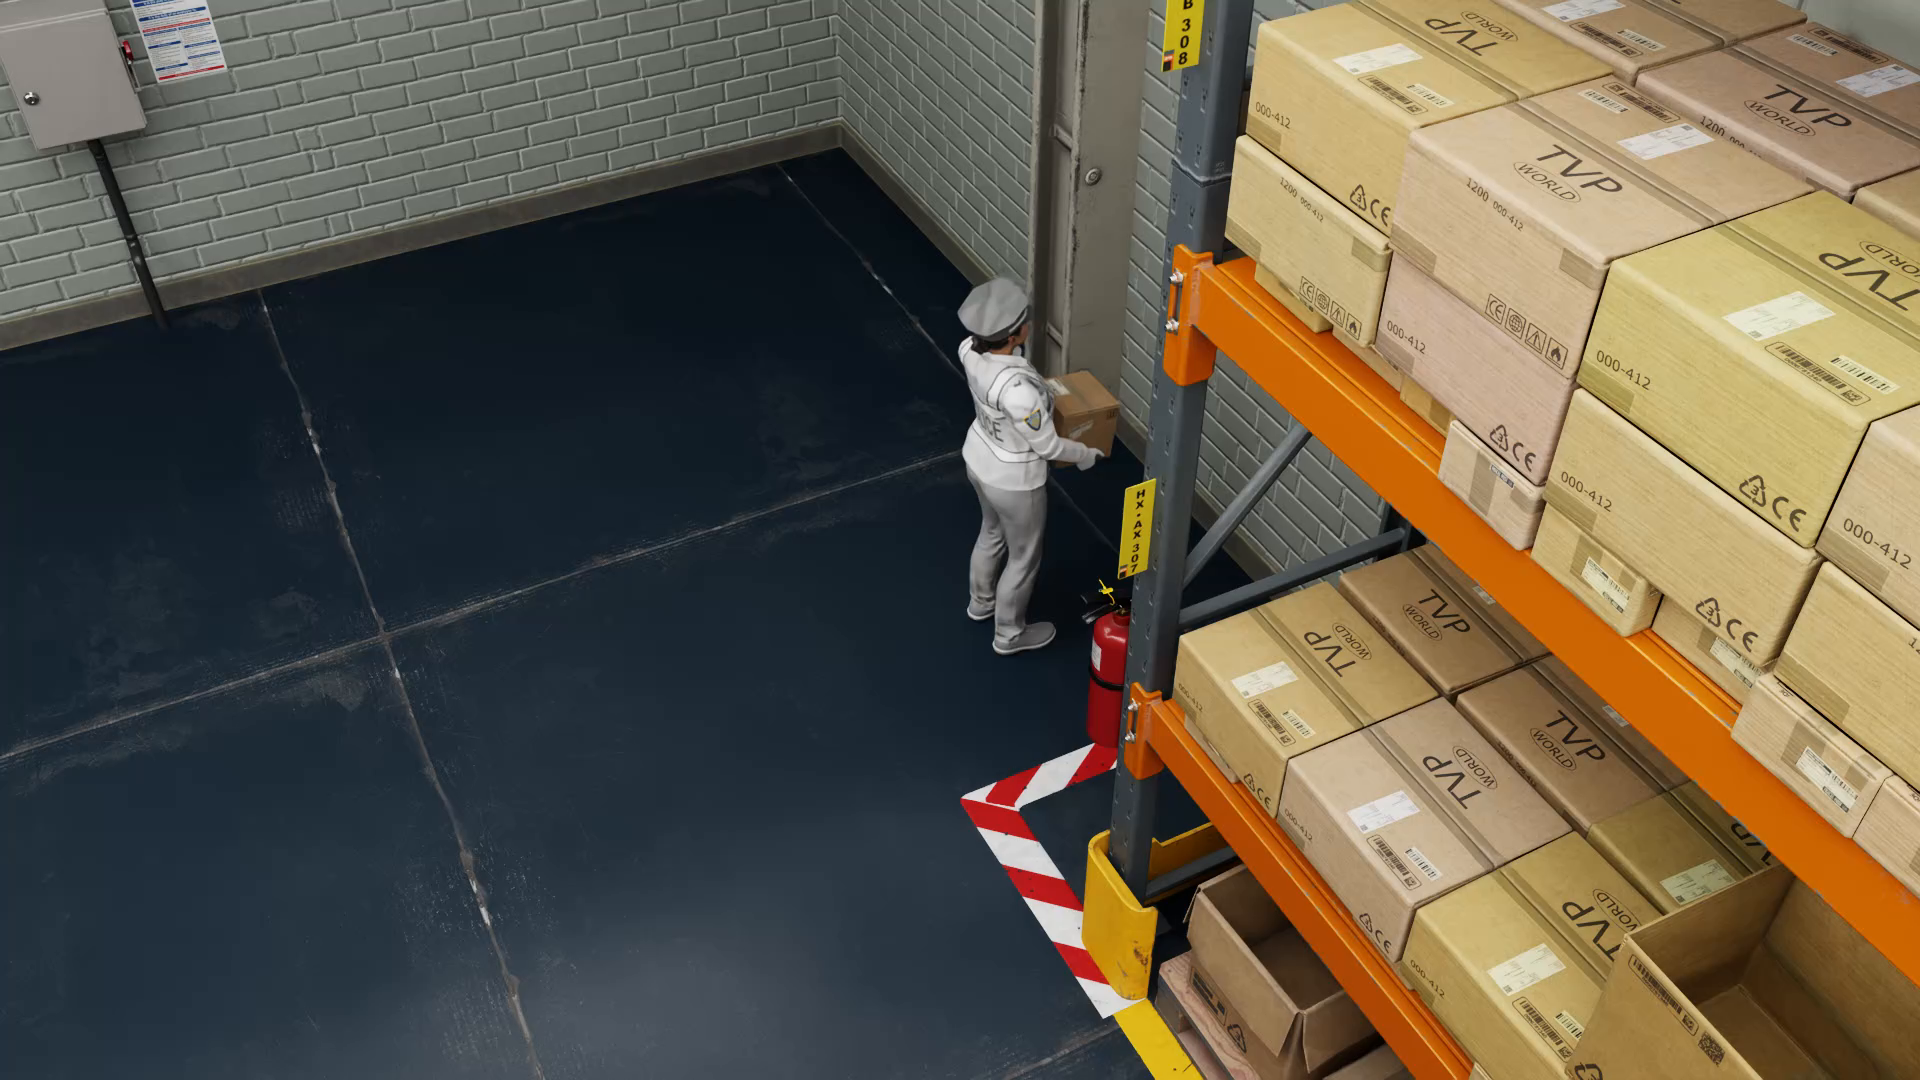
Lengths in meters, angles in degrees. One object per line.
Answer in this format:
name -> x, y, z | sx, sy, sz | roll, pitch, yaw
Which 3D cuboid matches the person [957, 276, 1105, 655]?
person -> 0.259, -0.288, 6.468 | 0.536, 1.690, 0.460 | -19, 45, -20
